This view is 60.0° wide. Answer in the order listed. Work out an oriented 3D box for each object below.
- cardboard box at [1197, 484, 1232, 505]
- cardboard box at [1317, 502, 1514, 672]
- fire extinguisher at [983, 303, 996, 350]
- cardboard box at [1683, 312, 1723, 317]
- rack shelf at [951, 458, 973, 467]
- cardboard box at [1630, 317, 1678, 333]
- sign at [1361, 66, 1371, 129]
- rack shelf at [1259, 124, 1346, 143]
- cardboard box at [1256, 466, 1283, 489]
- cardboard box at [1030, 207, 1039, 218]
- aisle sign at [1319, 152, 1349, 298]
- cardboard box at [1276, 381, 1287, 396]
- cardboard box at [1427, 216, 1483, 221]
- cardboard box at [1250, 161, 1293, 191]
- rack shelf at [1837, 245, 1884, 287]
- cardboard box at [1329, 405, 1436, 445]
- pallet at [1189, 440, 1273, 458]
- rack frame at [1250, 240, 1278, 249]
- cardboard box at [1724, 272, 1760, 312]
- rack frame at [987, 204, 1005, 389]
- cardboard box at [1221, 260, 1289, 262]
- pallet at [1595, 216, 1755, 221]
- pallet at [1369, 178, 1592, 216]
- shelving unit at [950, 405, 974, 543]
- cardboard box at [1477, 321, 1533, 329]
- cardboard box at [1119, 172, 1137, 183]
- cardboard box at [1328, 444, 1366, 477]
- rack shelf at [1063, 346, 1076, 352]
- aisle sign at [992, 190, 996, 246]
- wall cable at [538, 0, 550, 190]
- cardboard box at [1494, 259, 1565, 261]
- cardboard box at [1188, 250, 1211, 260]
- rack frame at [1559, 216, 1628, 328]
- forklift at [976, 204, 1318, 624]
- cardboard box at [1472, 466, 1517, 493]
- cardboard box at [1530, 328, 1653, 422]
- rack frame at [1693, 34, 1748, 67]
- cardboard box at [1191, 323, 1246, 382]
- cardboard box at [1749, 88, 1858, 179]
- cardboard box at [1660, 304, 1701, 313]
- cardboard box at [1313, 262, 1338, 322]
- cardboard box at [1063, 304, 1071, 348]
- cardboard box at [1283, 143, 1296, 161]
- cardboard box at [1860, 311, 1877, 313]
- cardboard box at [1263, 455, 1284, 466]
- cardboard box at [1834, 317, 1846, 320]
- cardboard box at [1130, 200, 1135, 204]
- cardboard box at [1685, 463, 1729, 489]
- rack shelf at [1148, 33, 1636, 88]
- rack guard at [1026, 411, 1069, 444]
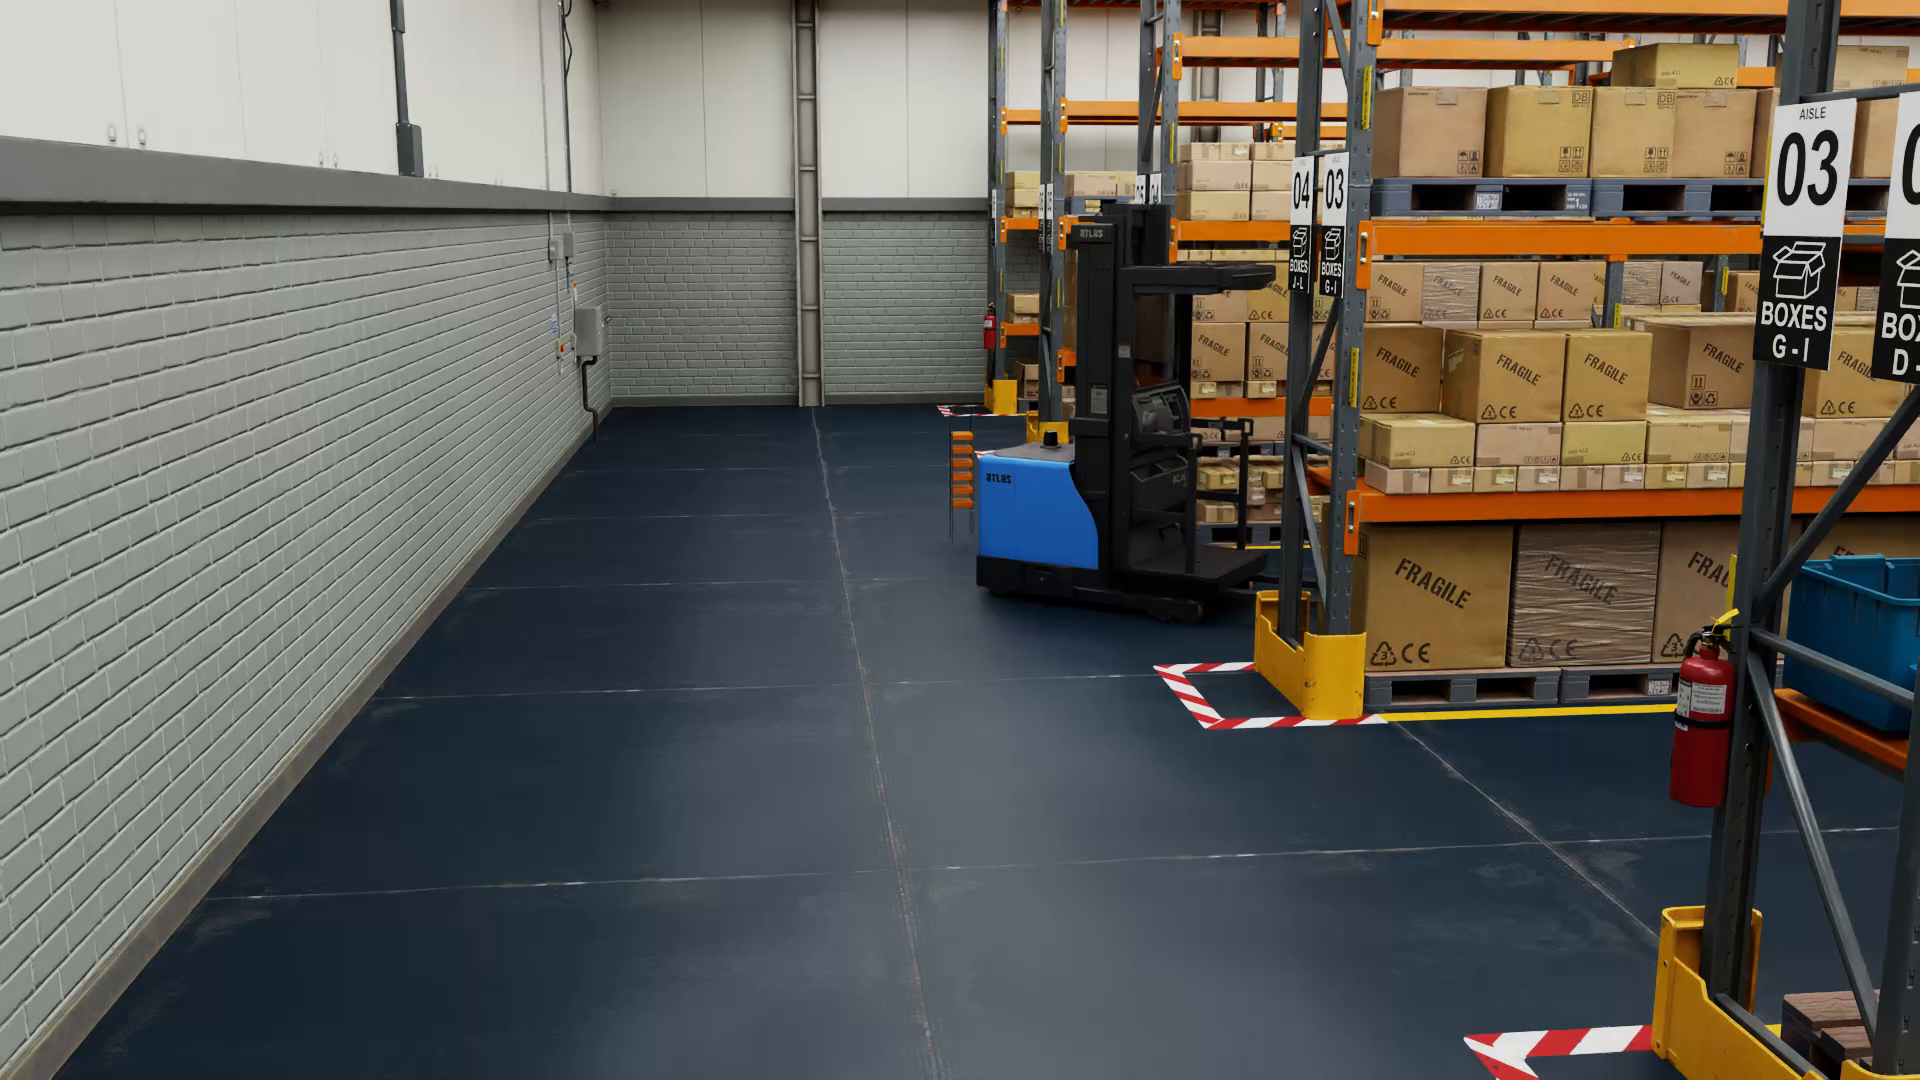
[{"bbox_3d":[2.247,-0.415,14.733,0.250,0.149,0.380,-1,11,-4],"label":"cardboard box"},{"bbox_3d":[2.761,0.261,10.184,0.875,0.875,0.875,-1,11,-6],"label":"cardboard box"},{"bbox_3d":[0.427,-3.086,23.959,0.183,0.674,0.296,-1,11,-6],"label":"fire extinguisher"},{"bbox_3d":[6.838,-2.020,15.388,0.250,0.149,0.380,-1,11,-6],"label":"cardboard box"},{"bbox_3d":[0.014,-0.663,14.739,0.180,0.103,0.258,-1,11,-6],"label":"rack shelf"},{"bbox_3d":[6.116,-1.878,14.666,0.250,0.149,0.380,-1,11,-3],"label":"cardboard box"},{"bbox_3d":[2.188,-2.380,8.950,0.005,0.325,0.100,-1,11,-6],"label":"sign"},{"bbox_3d":[6.489,-5.919,24.547,4.000,0.370,1.077,-1,11,-6],"label":"rack shelf"},{"bbox_3d":[2.781,-0.554,14.672,0.250,0.149,0.380,-1,11,-6],"label":"cardboard box"},{"bbox_3d":[1.123,-4.720,23.977,0.250,0.149,0.380,-1,11,-5],"label":"cardboard box"},{"bbox_3d":[2.094,-1.763,9.322,0.004,0.787,0.394,-1,11,-6],"label":"aisle sign"},{"bbox_3d":[2.821,-1.361,14.666,0.250,0.149,0.380,-1,11,-3],"label":"cardboard box"},{"bbox_3d":[4.214,-2.901,14.460,0.500,0.250,0.500,-1,11,-7],"label":"cardboard box"},{"bbox_3d":[2.682,-3.114,14.249,0.500,0.250,0.500,-1,11,-7],"label":"cardboard box"},{"bbox_3d":[4.657,-0.757,5.034,4.000,0.370,1.077,-1,11,-6],"label":"rack shelf"},{"bbox_3d":[2.587,-0.680,10.169,0.500,0.250,0.500,-1,11,-7],"label":"cardboard box"},{"bbox_3d":[3.060,-1.135,20.097,1.213,0.211,1.003,-1,11,-6],"label":"pallet"},{"bbox_3d":[4.500,-3.482,24.806,0.127,3.000,1.000,-1,11,-6],"label":"rack frame"},{"bbox_3d":[9.489,-2.980,20.131,0.500,0.500,0.500,-2,11,-8],"label":"cardboard box"},{"bbox_3d":[0.524,-3.399,24.382,0.127,3.000,1.000,-1,11,-6],"label":"rack frame"},{"bbox_3d":[2.630,-2.253,14.932,0.500,0.500,0.500,-2,11,-8],"label":"cardboard box"},{"bbox_3d":[6.300,-2.956,14.837,1.003,0.211,1.213,-1,11,-6],"label":"pallet"},{"bbox_3d":[2.870,-1.993,9.681,1.213,0.211,1.003,-1,11,-6],"label":"pallet"},{"bbox_3d":[0.014,-0.589,14.754,0.189,1.200,0.258,-1,11,-6],"label":"shelving unit"},{"bbox_3d":[4.708,-1.704,14.727,0.500,0.500,0.500,-2,11,-8],"label":"cardboard box"},{"bbox_3d":[2.503,-5.182,23.998,0.500,0.250,0.500,-1,11,-5],"label":"cardboard box"},{"bbox_3d":[2.452,-0.494,10.257,0.250,0.149,0.380,-1,11,-5],"label":"cardboard box"},{"bbox_3d":[3.052,-2.232,19.803,3.809,0.124,0.919,-1,11,-6],"label":"rack shelf"},{"bbox_3d":[0.487,-4.617,23.837,0.004,0.787,0.394,-1,11,-6],"label":"aisle sign"},{"bbox_3d":[-4.561,-5.218,18.084,0.029,3.000,0.463,-1,11,-6],"label":"wall cable"},{"bbox_3d":[5.200,-2.306,15.201,0.500,0.500,0.500,-1,11,-5],"label":"cardboard box"},{"bbox_3d":[2.738,-3.284,19.262,0.250,0.149,0.380,-1,11,-6],"label":"cardboard box"},{"bbox_3d":[5.675,-1.583,15.146,0.127,3.000,1.000,-1,11,-6],"label":"rack frame"},{"bbox_3d":[1.656,-0.957,12.138,3.031,2.935,1.130,7,13,30],"label":"forklift"},{"bbox_3d":[3.032,-0.379,9.669,0.250,0.149,0.380,-1,11,-7],"label":"cardboard box"},{"bbox_3d":[3.651,-0.968,9.688,0.500,0.500,0.500,-2,11,-8],"label":"cardboard box"},{"bbox_3d":[9.017,-5.558,19.809,0.127,3.000,1.000,-1,11,-6],"label":"rack frame"},{"bbox_3d":[2.175,-1.651,14.462,0.500,0.500,0.500,-1,11,-3],"label":"cardboard box"},{"bbox_3d":[4.803,-2.368,9.754,0.500,0.500,0.700,-1,11,-3],"label":"cardboard box"},{"bbox_3d":[8.562,-2.727,20.055,0.500,0.250,0.500,-1,11,-6],"label":"cardboard box"},{"bbox_3d":[3.194,-2.162,14.469,0.500,0.500,0.500,-1,11,-7],"label":"cardboard box"},{"bbox_3d":[1.514,-2.557,19.840,0.500,0.500,0.500,-1,11,-6],"label":"cardboard box"},{"bbox_3d":[2.820,-3.301,14.165,0.250,0.149,0.380,-1,11,-5],"label":"cardboard box"},{"bbox_3d":[8.660,-2.059,15.584,0.250,0.149,0.380,-1,11,-6],"label":"cardboard box"},{"bbox_3d":[2.961,-0.676,15.290,0.250,0.149,0.380,-2,11,-8],"label":"cardboard box"},{"bbox_3d":[7.669,-1.912,14.836,0.250,0.149,0.380,-1,11,-4],"label":"cardboard box"},{"bbox_3d":[2.519,-4.938,24.052,0.500,0.250,0.500,-1,11,-7],"label":"cardboard box"},{"bbox_3d":[4.312,-0.406,9.807,0.250,0.149,0.380,-1,11,-5],"label":"cardboard box"},{"bbox_3d":[3.687,-4.131,14.425,4.000,0.370,1.077,-1,11,-6],"label":"rack shelf"},{"bbox_3d":[1.039,-1.220,19.779,0.348,0.500,1.175,-1,11,-6],"label":"rack guard"}]
